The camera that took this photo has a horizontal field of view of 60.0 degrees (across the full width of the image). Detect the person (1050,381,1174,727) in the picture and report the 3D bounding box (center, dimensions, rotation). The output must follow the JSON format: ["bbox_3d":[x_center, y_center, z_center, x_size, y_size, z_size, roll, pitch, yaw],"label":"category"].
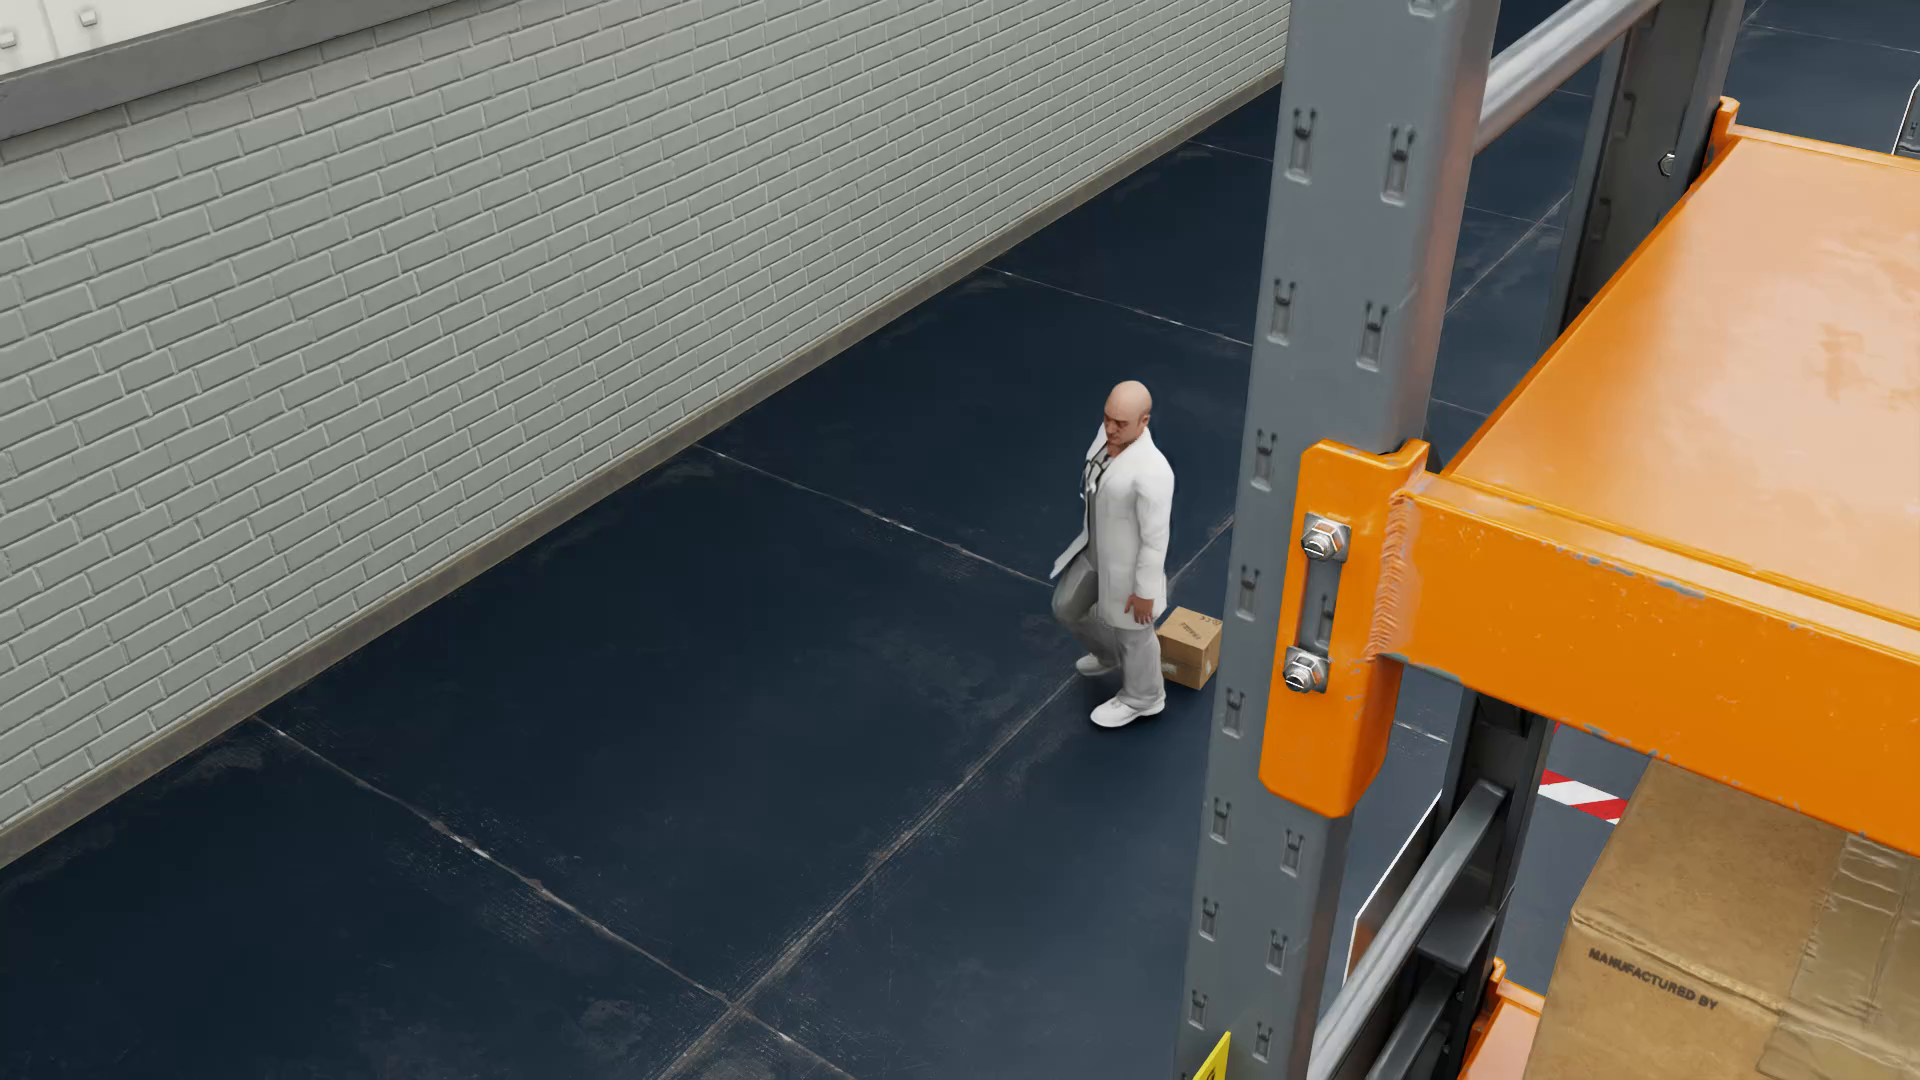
[{"bbox_3d":[0.689,0.074,7.178,0.528,1.774,0.691,-13,36,-18],"label":"person"}]
